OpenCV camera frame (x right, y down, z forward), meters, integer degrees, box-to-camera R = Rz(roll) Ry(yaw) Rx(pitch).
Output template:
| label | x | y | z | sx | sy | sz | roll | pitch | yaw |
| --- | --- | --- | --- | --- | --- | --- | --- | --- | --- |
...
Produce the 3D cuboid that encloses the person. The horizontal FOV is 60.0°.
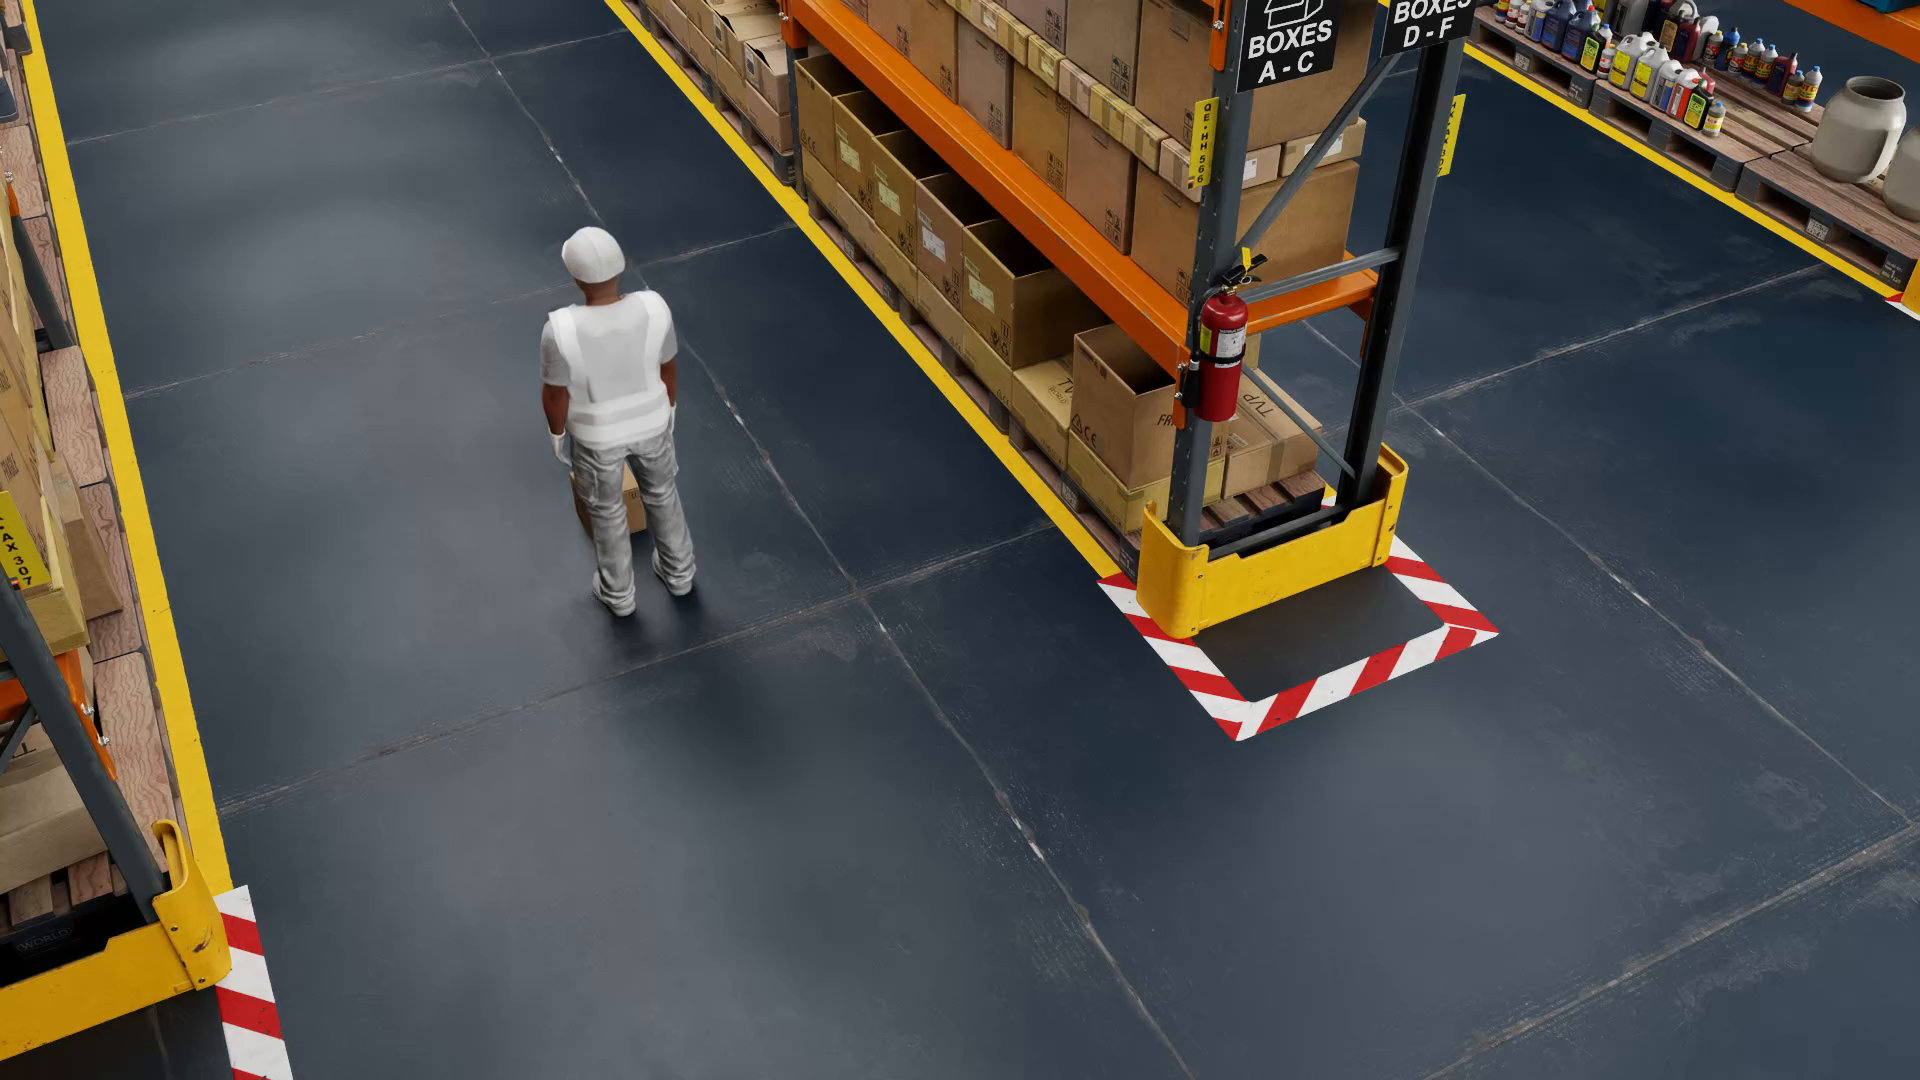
| label | x | y | z | sx | sy | sz | roll | pitch | yaw |
| --- | --- | --- | --- | --- | --- | --- | --- | --- | --- |
| person | -1.380 | -0.462 | 6.679 | 0.549 | 1.783 | 0.356 | -18 | 44 | -19 |
